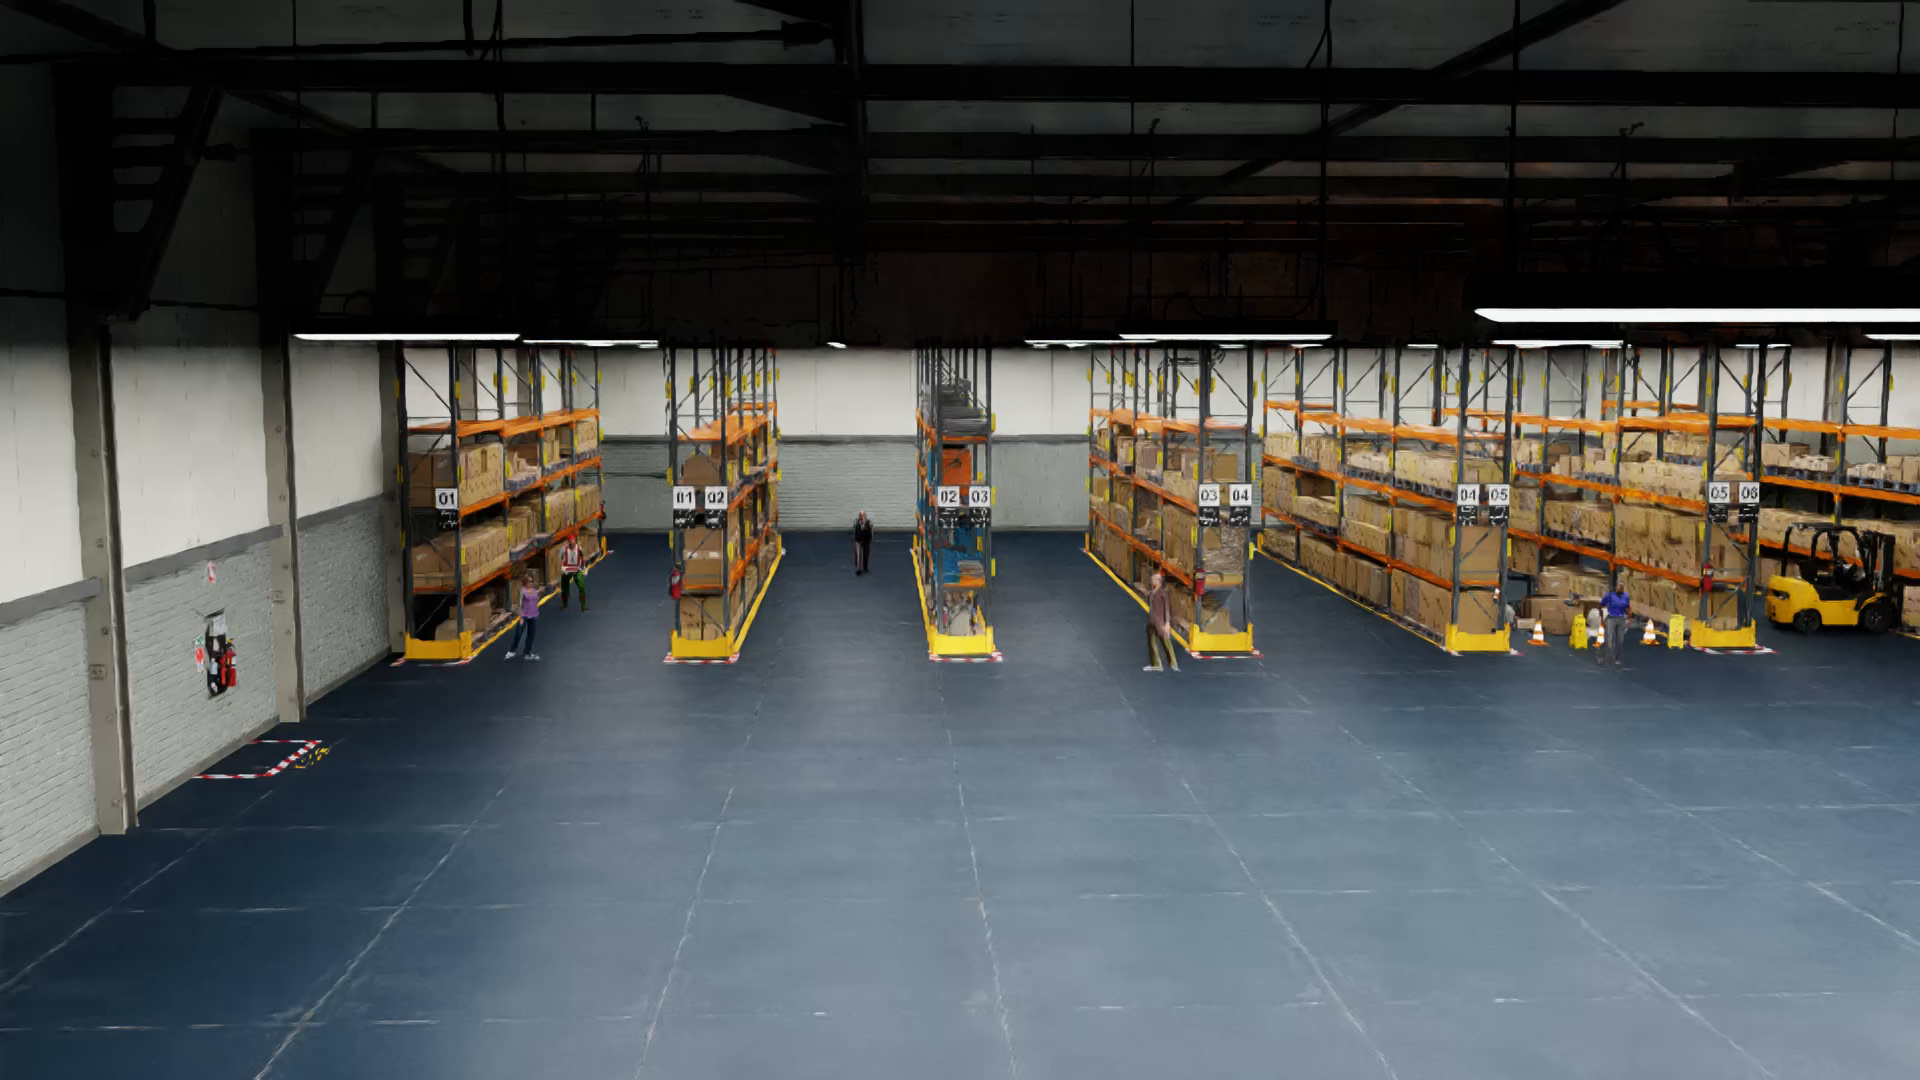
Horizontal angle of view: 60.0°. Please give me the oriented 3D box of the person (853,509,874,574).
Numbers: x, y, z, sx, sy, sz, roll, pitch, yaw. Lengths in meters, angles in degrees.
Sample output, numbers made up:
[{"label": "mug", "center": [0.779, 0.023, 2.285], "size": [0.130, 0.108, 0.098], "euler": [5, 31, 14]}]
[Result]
[{"label": "person", "center": [-2.490, 0.028, 42.869], "size": [0.543, 1.649, 1.119], "euler": [-1, 7, -5]}]

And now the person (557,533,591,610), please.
[{"label": "person", "center": [-8.565, 0.690, 36.739], "size": [0.686, 1.716, 0.838], "euler": [-2, 7, -19]}]

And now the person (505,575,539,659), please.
[{"label": "person", "center": [-8.150, 1.437, 30.886], "size": [0.465, 1.588, 0.595], "euler": [5, 8, 39]}]

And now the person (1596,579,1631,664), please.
[{"label": "person", "center": [11.957, 1.488, 30.390], "size": [0.592, 1.604, 0.513], "euler": [0, 7, -4]}]

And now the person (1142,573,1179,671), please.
[{"label": "person", "center": [3.609, 1.468, 29.825], "size": [0.587, 1.769, 0.690], "euler": [-4, 7, -30]}]
